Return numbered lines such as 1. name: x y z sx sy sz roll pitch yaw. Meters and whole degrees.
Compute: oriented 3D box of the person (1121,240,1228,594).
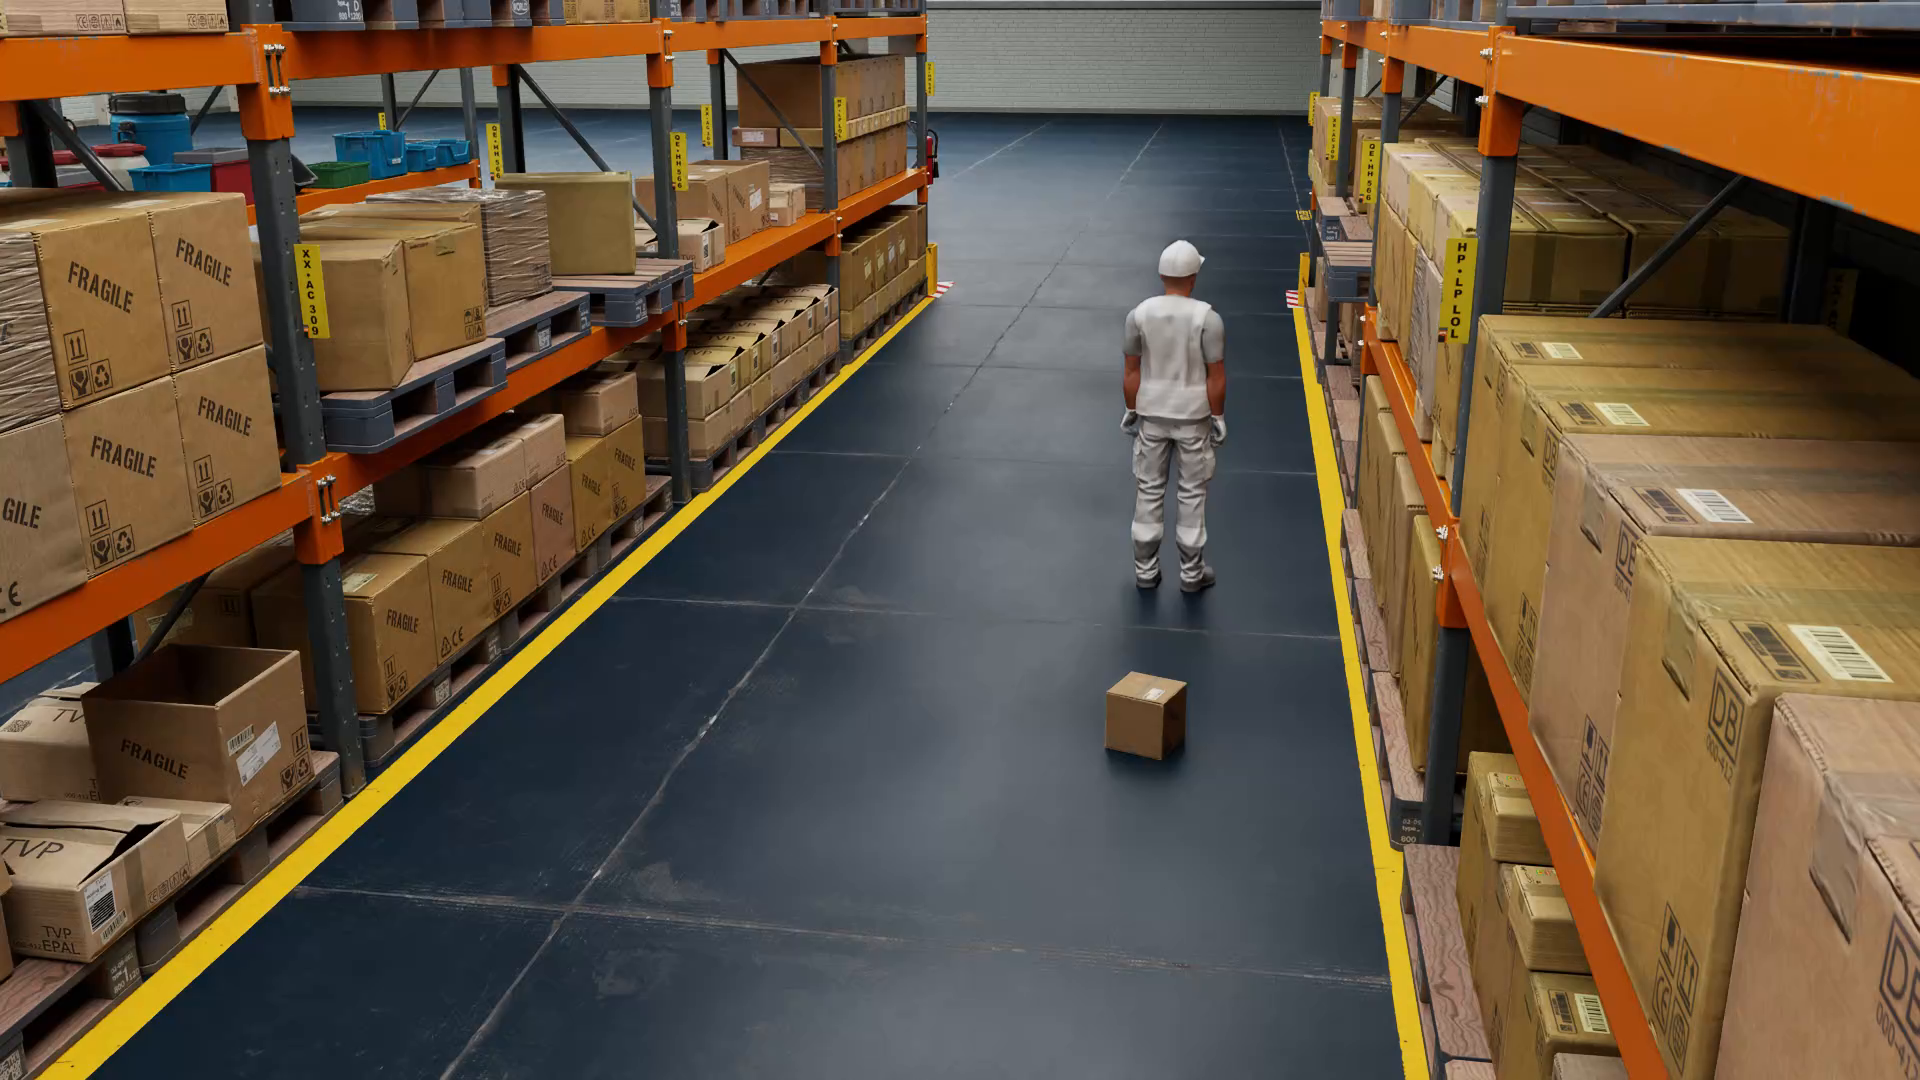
1. person: 1.094 -0.620 8.440 0.552 1.795 0.366 7 19 20
